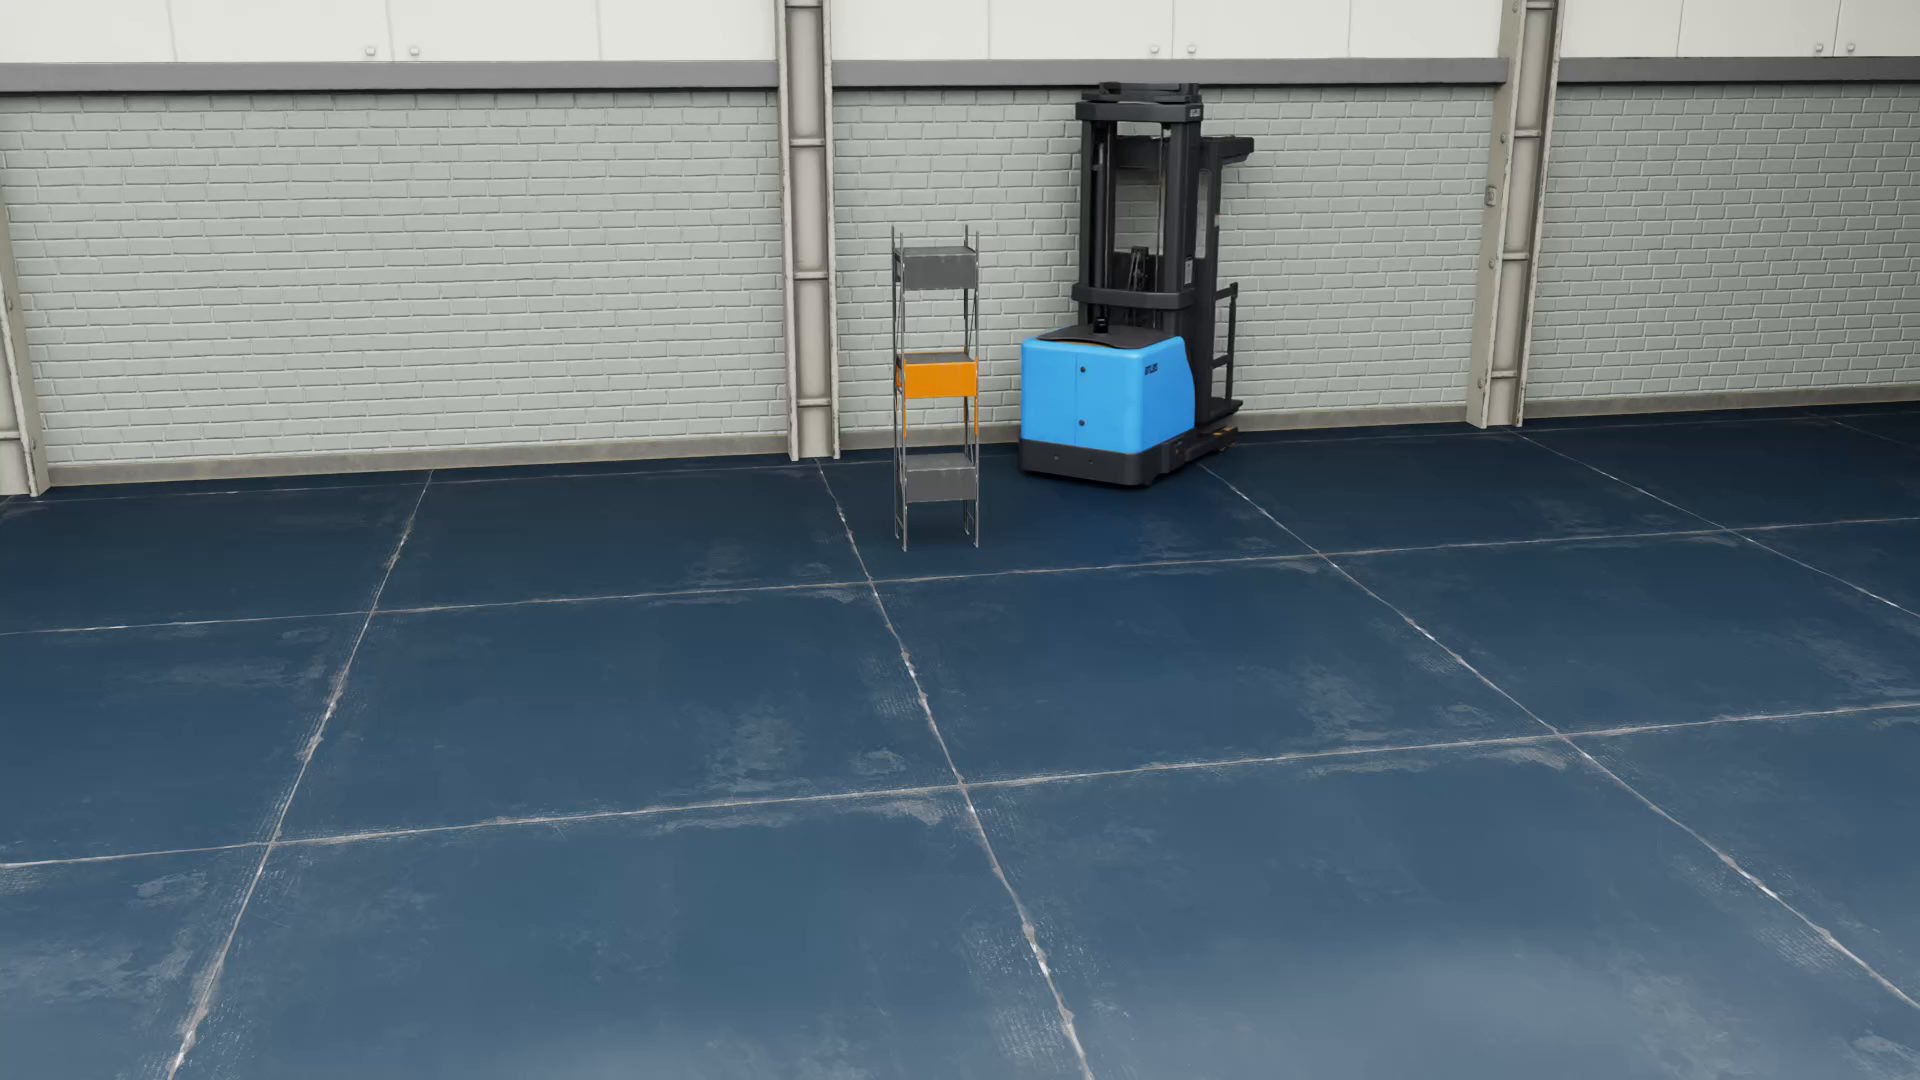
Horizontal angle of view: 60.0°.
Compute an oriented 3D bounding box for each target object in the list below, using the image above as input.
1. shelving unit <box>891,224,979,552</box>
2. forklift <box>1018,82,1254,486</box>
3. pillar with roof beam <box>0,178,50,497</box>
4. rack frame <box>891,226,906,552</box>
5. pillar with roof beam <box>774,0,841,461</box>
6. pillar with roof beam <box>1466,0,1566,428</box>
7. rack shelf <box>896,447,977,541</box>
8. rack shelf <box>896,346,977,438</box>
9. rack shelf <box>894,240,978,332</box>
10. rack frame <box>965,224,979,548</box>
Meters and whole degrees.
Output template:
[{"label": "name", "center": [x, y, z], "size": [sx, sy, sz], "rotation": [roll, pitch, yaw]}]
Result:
[{"label": "shelving unit", "center": [-0.163, -0.995, 10.974], "size": [0.503, 2.100, 0.431], "rotation": [-3, 17, -10]}, {"label": "forklift", "center": [1.656, -2.187, 13.440], "size": [1.130, 2.935, 3.031], "rotation": [10, 20, 30]}, {"label": "pillar with roof beam", "center": [-6.266, -3.420, 7.121], "size": [0.400, 9.000, 9.100], "rotation": [-3, 17, -10]}, {"label": "rack frame", "center": [-0.402, -0.981, 10.929], "size": [0.015, 2.100, 0.400], "rotation": [-3, 17, -10]}, {"label": "pillar with roof beam", "center": [-0.375, -3.754, 8.209], "size": [0.400, 9.000, 9.100], "rotation": [-3, 17, -10]}, {"label": "pillar with roof beam", "center": [5.516, -4.089, 9.297], "size": [0.400, 9.000, 9.100], "rotation": [-3, 17, -10]}, {"label": "rack shelf", "center": [-0.163, -0.312, 11.183], "size": [0.480, 0.518, 0.431], "rotation": [-3, 17, -10]}, {"label": "rack shelf", "center": [-0.163, -0.981, 10.978], "size": [0.480, 0.518, 0.431], "rotation": [-3, 17, -10]}, {"label": "rack shelf", "center": [-0.163, -1.651, 10.772], "size": [0.480, 0.518, 0.431], "rotation": [-3, 17, -10]}, {"label": "rack frame", "center": [0.077, -1.008, 11.018], "size": [0.015, 2.100, 0.400], "rotation": [-3, 17, -10]}]
